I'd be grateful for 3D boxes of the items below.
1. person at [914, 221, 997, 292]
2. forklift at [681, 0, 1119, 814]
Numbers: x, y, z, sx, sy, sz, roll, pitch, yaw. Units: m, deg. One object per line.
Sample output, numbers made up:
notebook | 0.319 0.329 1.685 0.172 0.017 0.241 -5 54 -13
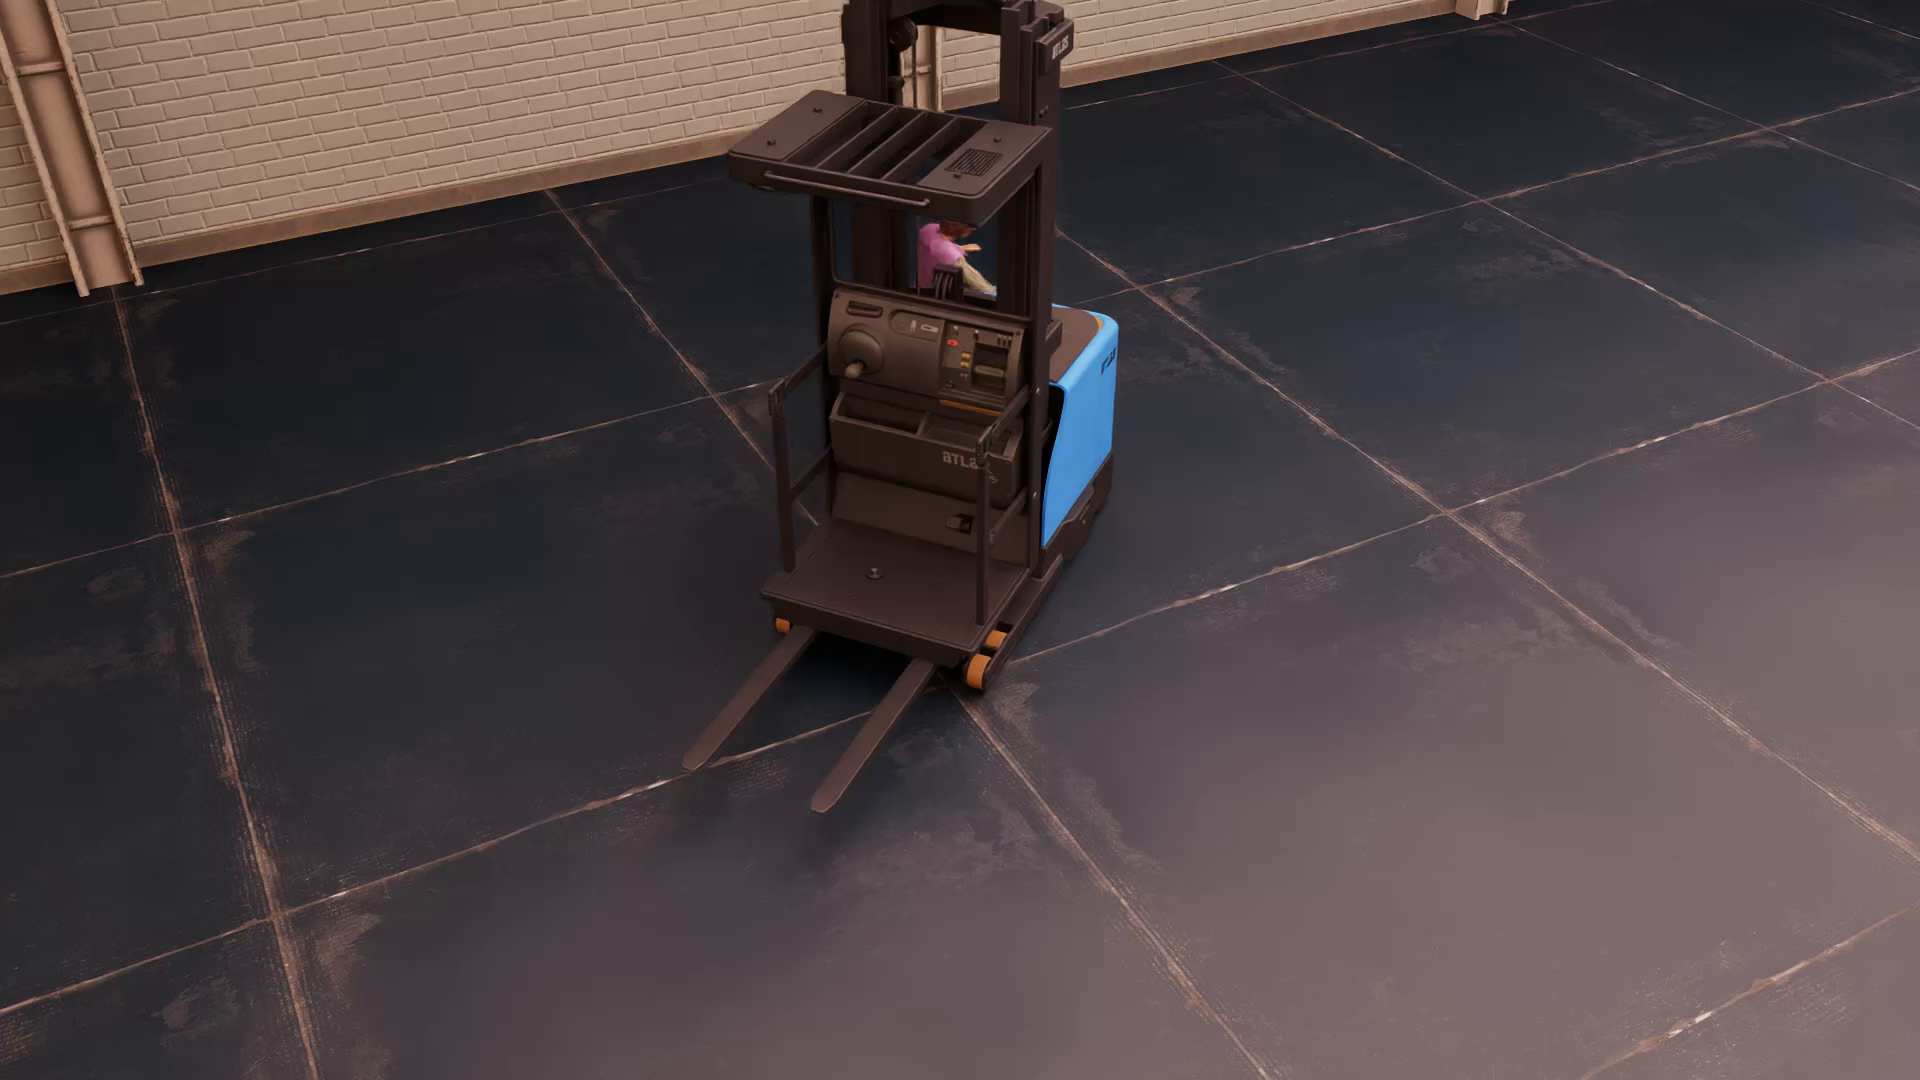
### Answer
person | 0.101 -1.307 9.305 0.689 1.399 0.762 -15 38 -21
forklift | -0.244 -0.788 7.238 1.130 2.935 3.031 14 38 19
